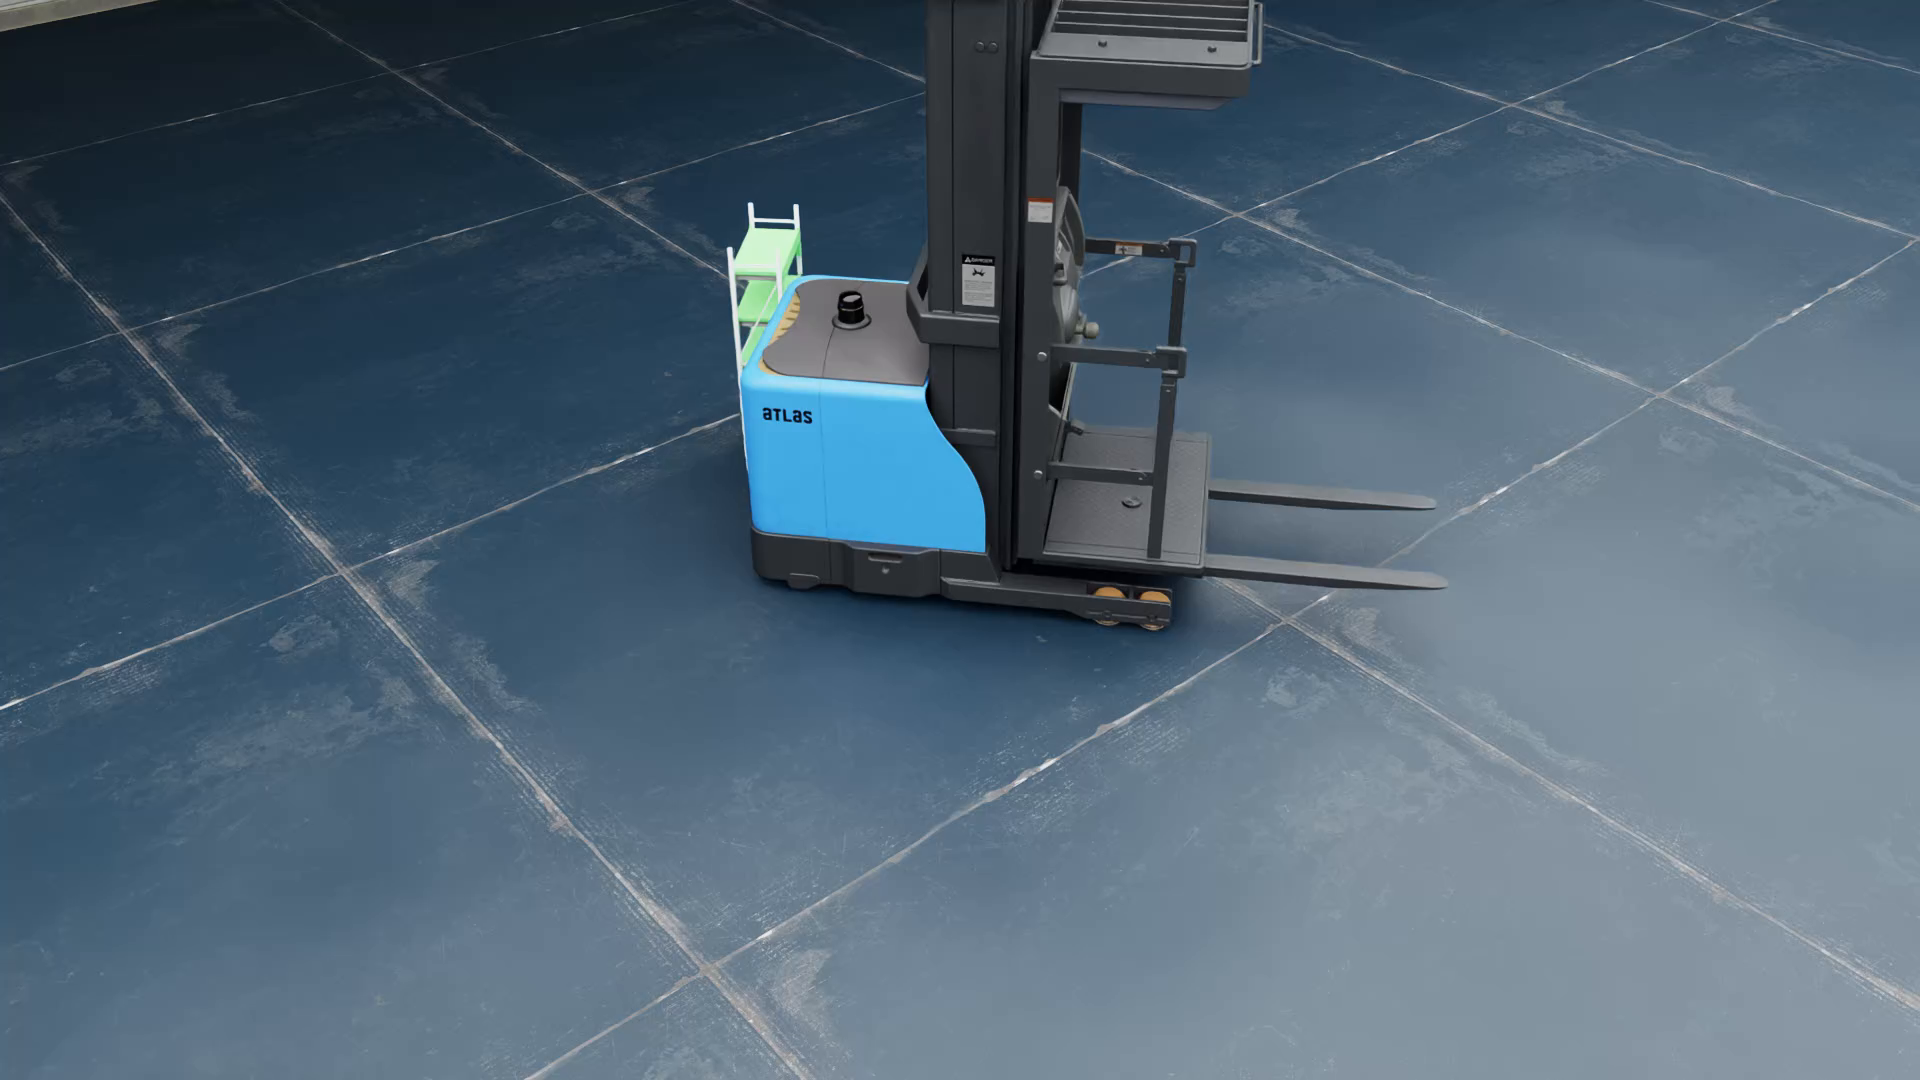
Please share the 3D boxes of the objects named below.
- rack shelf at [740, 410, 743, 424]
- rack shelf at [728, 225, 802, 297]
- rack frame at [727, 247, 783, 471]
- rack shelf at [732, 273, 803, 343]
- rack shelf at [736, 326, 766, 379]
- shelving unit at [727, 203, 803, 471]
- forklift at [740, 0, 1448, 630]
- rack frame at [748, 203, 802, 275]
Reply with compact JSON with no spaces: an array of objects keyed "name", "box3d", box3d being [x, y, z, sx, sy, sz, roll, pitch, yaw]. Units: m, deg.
[{"name":"rack shelf","box3d":[-0.914,-0.723,8.258,0.258,0.148,0.480,3,35,4]},{"name":"rack shelf","box3d":[-0.914,-1.310,7.841,0.258,0.148,0.480,3,35,4]},{"name":"rack frame","box3d":[-0.936,-0.830,7.884,0.240,1.200,0.015,3,35,4]},{"name":"rack shelf","box3d":[-0.914,-1.114,7.980,0.258,0.148,0.480,3,35,4]},{"name":"rack shelf","box3d":[-0.914,-0.918,8.119,0.258,0.148,0.480,3,35,4]},{"name":"shelving unit","box3d":[-0.914,-0.970,8.082,0.258,1.200,0.503,3,35,4]},{"name":"forklift","box3d":[0.634,-1.139,6.822,3.031,2.935,1.130,5,36,7]},{"name":"rack frame","box3d":[-0.891,-1.111,8.280,0.240,1.200,0.015,3,35,4]}]
